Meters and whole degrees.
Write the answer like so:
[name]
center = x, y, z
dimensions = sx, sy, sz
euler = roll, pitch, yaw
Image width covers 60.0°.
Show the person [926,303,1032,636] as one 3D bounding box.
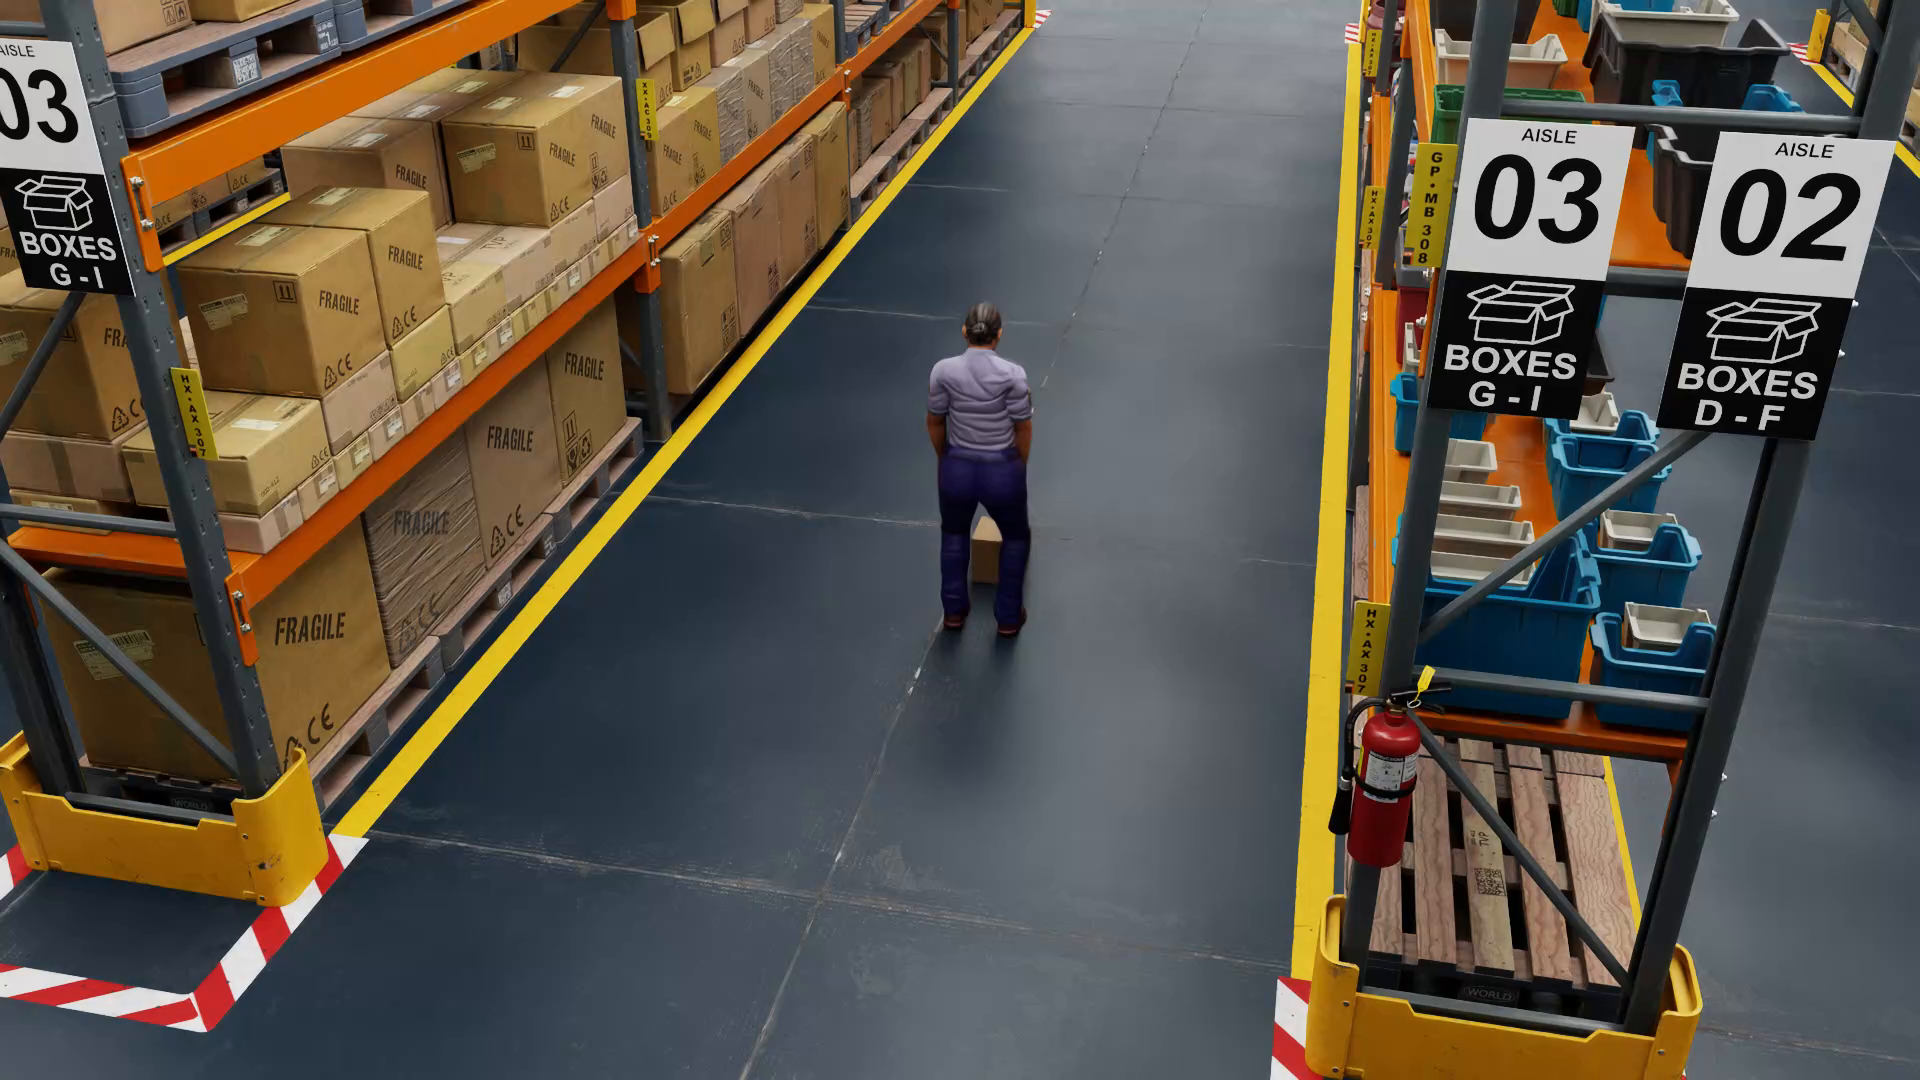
[person]
center = 0.084, -0.301, 7.740
dimensions = 0.496, 1.607, 0.391
euler = 7, 30, 12
